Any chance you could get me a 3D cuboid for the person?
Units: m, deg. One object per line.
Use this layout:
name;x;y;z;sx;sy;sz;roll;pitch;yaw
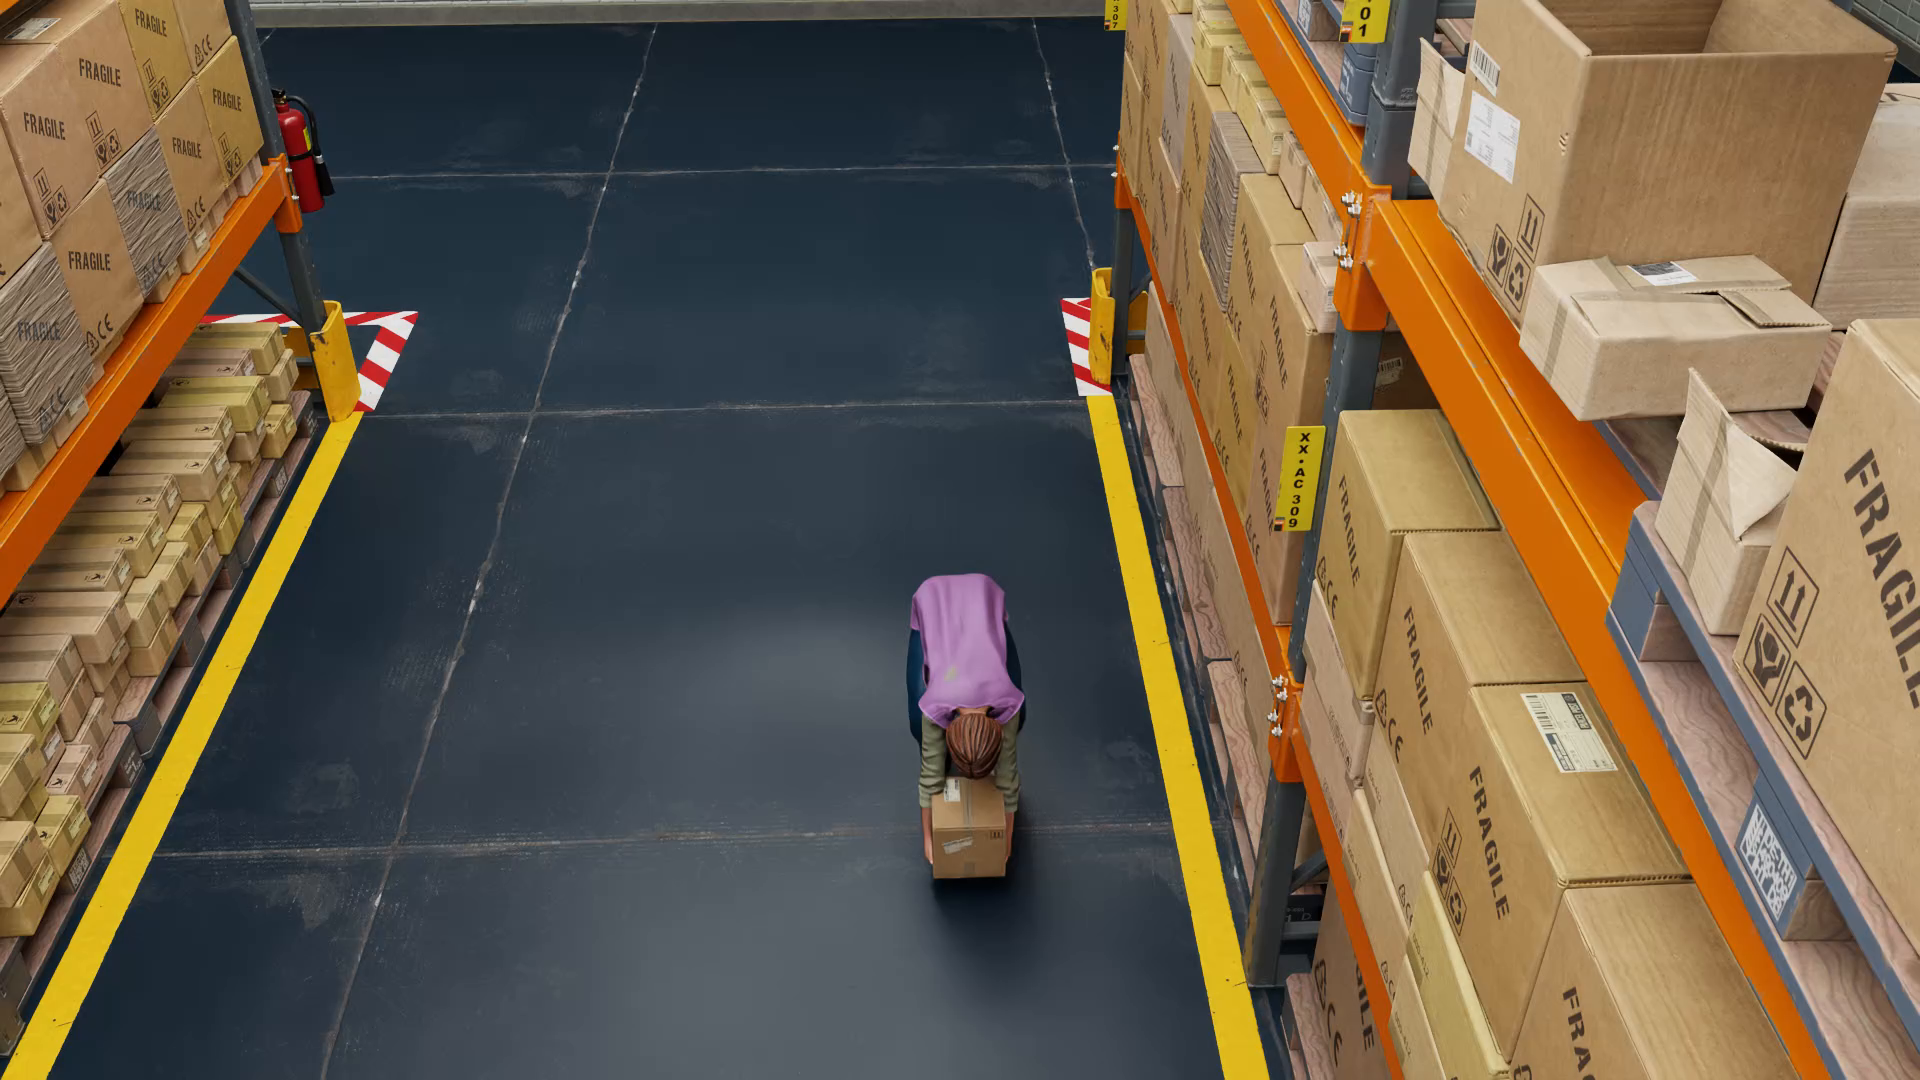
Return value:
person;0.029;0.640;5.862;0.417;0.899;0.857;-3;36;-4
